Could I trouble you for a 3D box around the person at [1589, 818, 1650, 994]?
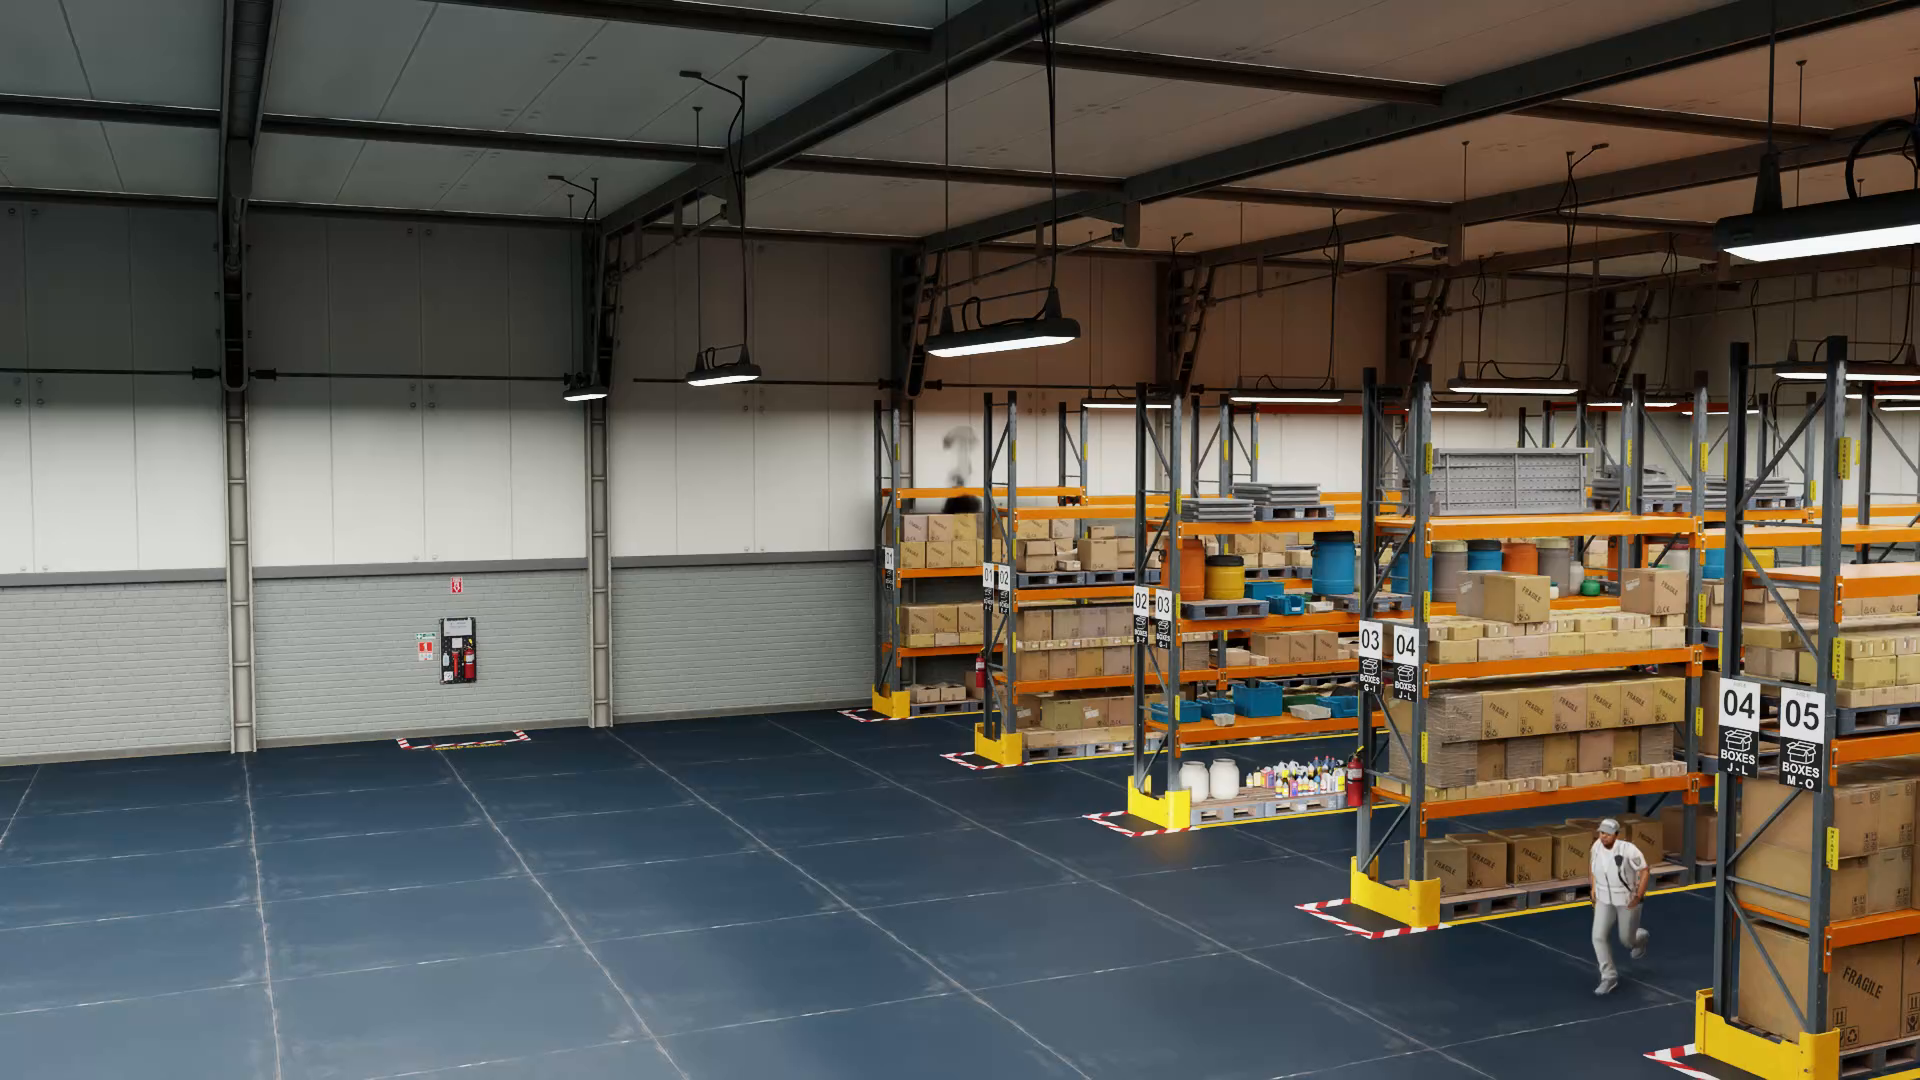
[{"bbox_3d":[6.281,3.457,15.859,0.831,1.660,0.611,-3,5,-44],"label":"person"}]
